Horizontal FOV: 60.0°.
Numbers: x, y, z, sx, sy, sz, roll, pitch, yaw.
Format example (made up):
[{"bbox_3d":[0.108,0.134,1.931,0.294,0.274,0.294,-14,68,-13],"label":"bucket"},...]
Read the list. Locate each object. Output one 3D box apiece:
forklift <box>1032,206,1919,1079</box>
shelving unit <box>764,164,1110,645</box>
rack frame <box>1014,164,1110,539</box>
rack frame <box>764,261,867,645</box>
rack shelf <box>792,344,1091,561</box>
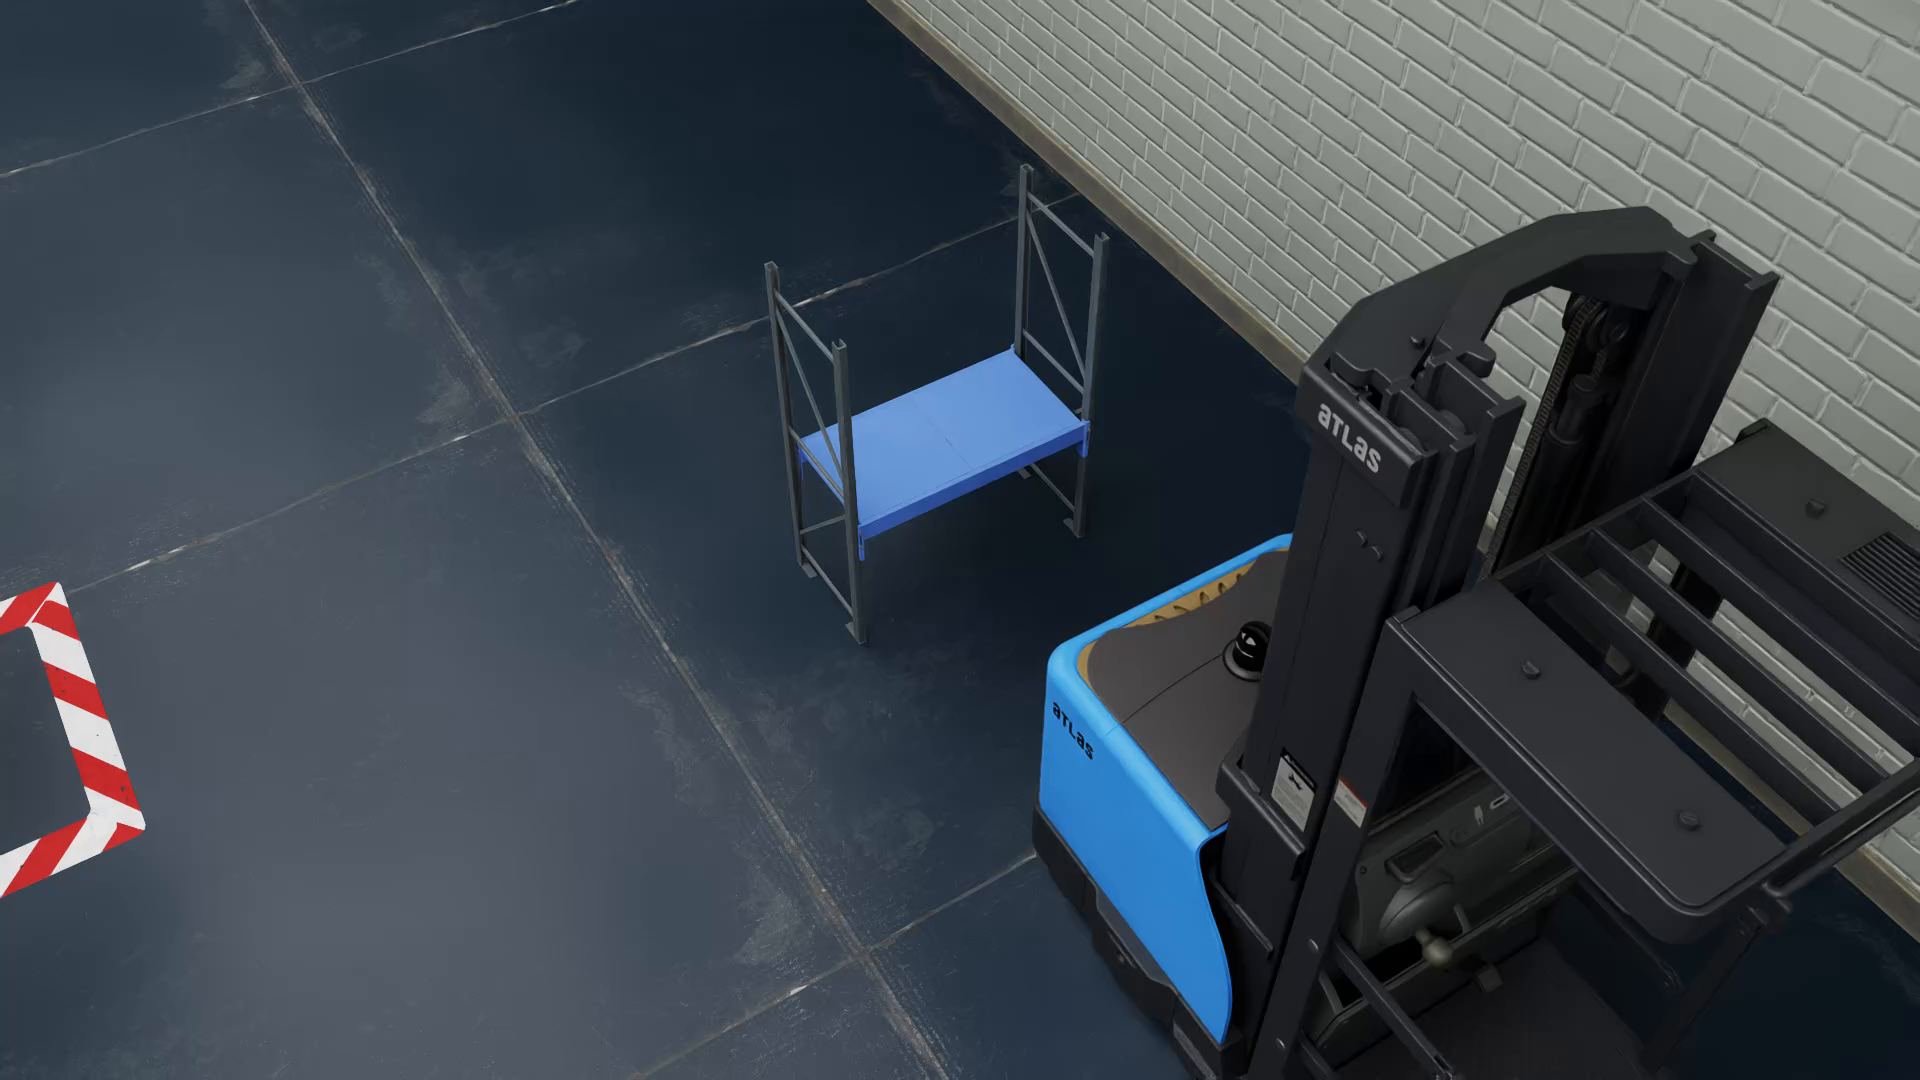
[{"bbox_3d":[1.446,0.822,4.001,1.130,2.935,3.031,-25,53,-20],"label":"forklift"},{"bbox_3d":[-0.072,-0.465,6.105,1.048,1.500,0.538,-25,53,-21],"label":"shelving unit"},{"bbox_3d":[0.358,-0.667,6.285,0.032,1.500,0.500,-25,53,-21],"label":"rack frame"},{"bbox_3d":[-0.502,-0.262,5.925,0.032,1.500,0.500,-25,53,-21],"label":"rack frame"},{"bbox_3d":[-0.072,-0.345,6.239,1.000,0.185,0.538,-25,53,-21],"label":"rack shelf"}]
